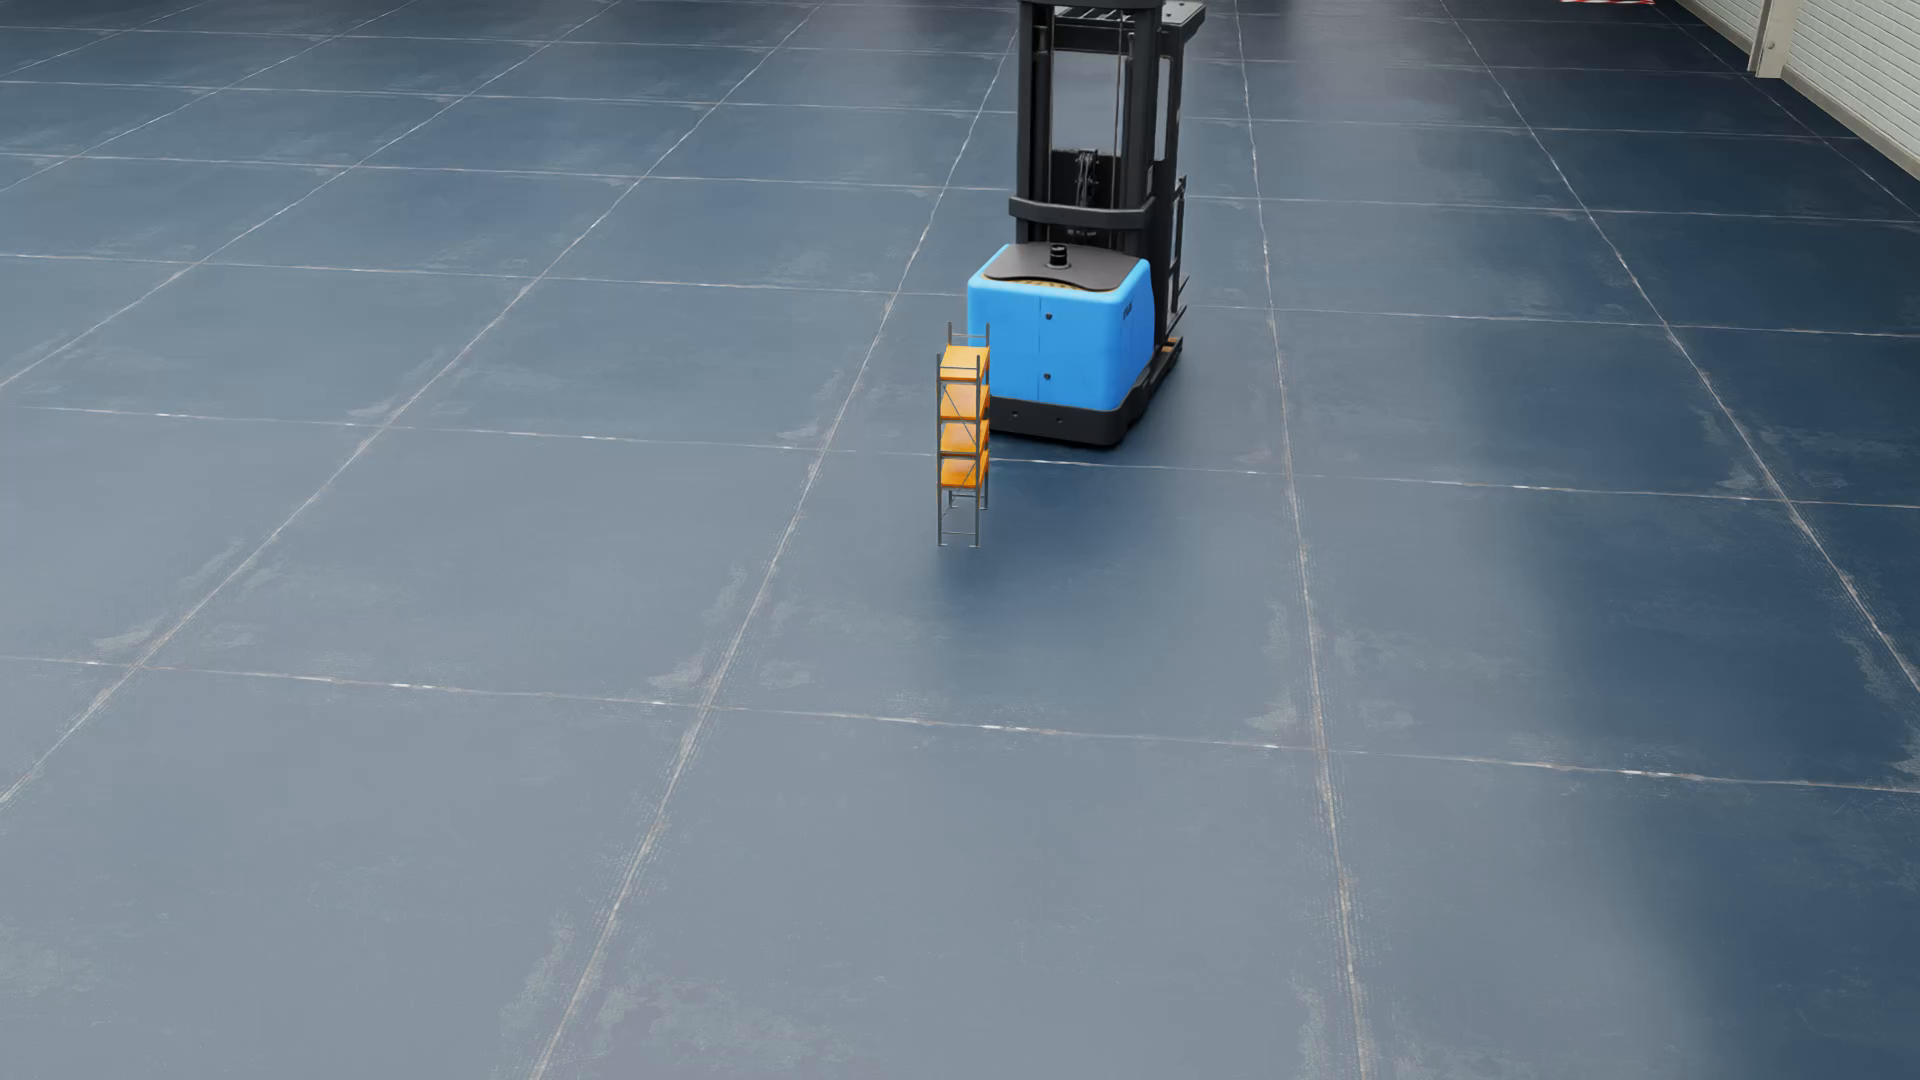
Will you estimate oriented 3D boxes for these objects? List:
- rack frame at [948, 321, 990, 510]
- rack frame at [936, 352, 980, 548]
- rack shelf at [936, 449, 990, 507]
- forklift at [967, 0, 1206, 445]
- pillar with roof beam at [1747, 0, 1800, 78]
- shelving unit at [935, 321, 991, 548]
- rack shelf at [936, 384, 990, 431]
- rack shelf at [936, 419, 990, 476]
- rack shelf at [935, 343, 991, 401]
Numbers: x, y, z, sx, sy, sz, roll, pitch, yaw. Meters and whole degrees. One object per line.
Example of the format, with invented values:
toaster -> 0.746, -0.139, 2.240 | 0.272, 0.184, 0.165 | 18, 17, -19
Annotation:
rack frame -> 0.050, -0.721, 9.823 | 0.240, 1.200, 0.015 | 3, 28, 6
rack frame -> -0.010, -0.491, 9.397 | 0.240, 1.200, 0.015 | 3, 28, 6
rack shelf -> 0.020, -0.372, 9.736 | 0.258, 0.148, 0.480 | 3, 28, 6
forklift -> 0.999, -2.584, 11.457 | 1.130, 2.935, 3.031 | 9, 30, 17
pillar with roof beam -> 5.564, -9.908, 18.653 | 9.100, 9.000, 0.400 | 3, 28, 6
shelving unit -> 0.020, -0.606, 9.610 | 0.258, 1.200, 0.503 | 3, 28, 6
rack shelf -> 0.020, -0.744, 9.536 | 0.258, 0.148, 0.480 | 3, 28, 6
rack shelf -> 0.020, -0.547, 9.642 | 0.258, 0.148, 0.480 | 3, 28, 6
rack shelf -> 0.020, -0.952, 9.424 | 0.258, 0.148, 0.480 | 3, 28, 6
